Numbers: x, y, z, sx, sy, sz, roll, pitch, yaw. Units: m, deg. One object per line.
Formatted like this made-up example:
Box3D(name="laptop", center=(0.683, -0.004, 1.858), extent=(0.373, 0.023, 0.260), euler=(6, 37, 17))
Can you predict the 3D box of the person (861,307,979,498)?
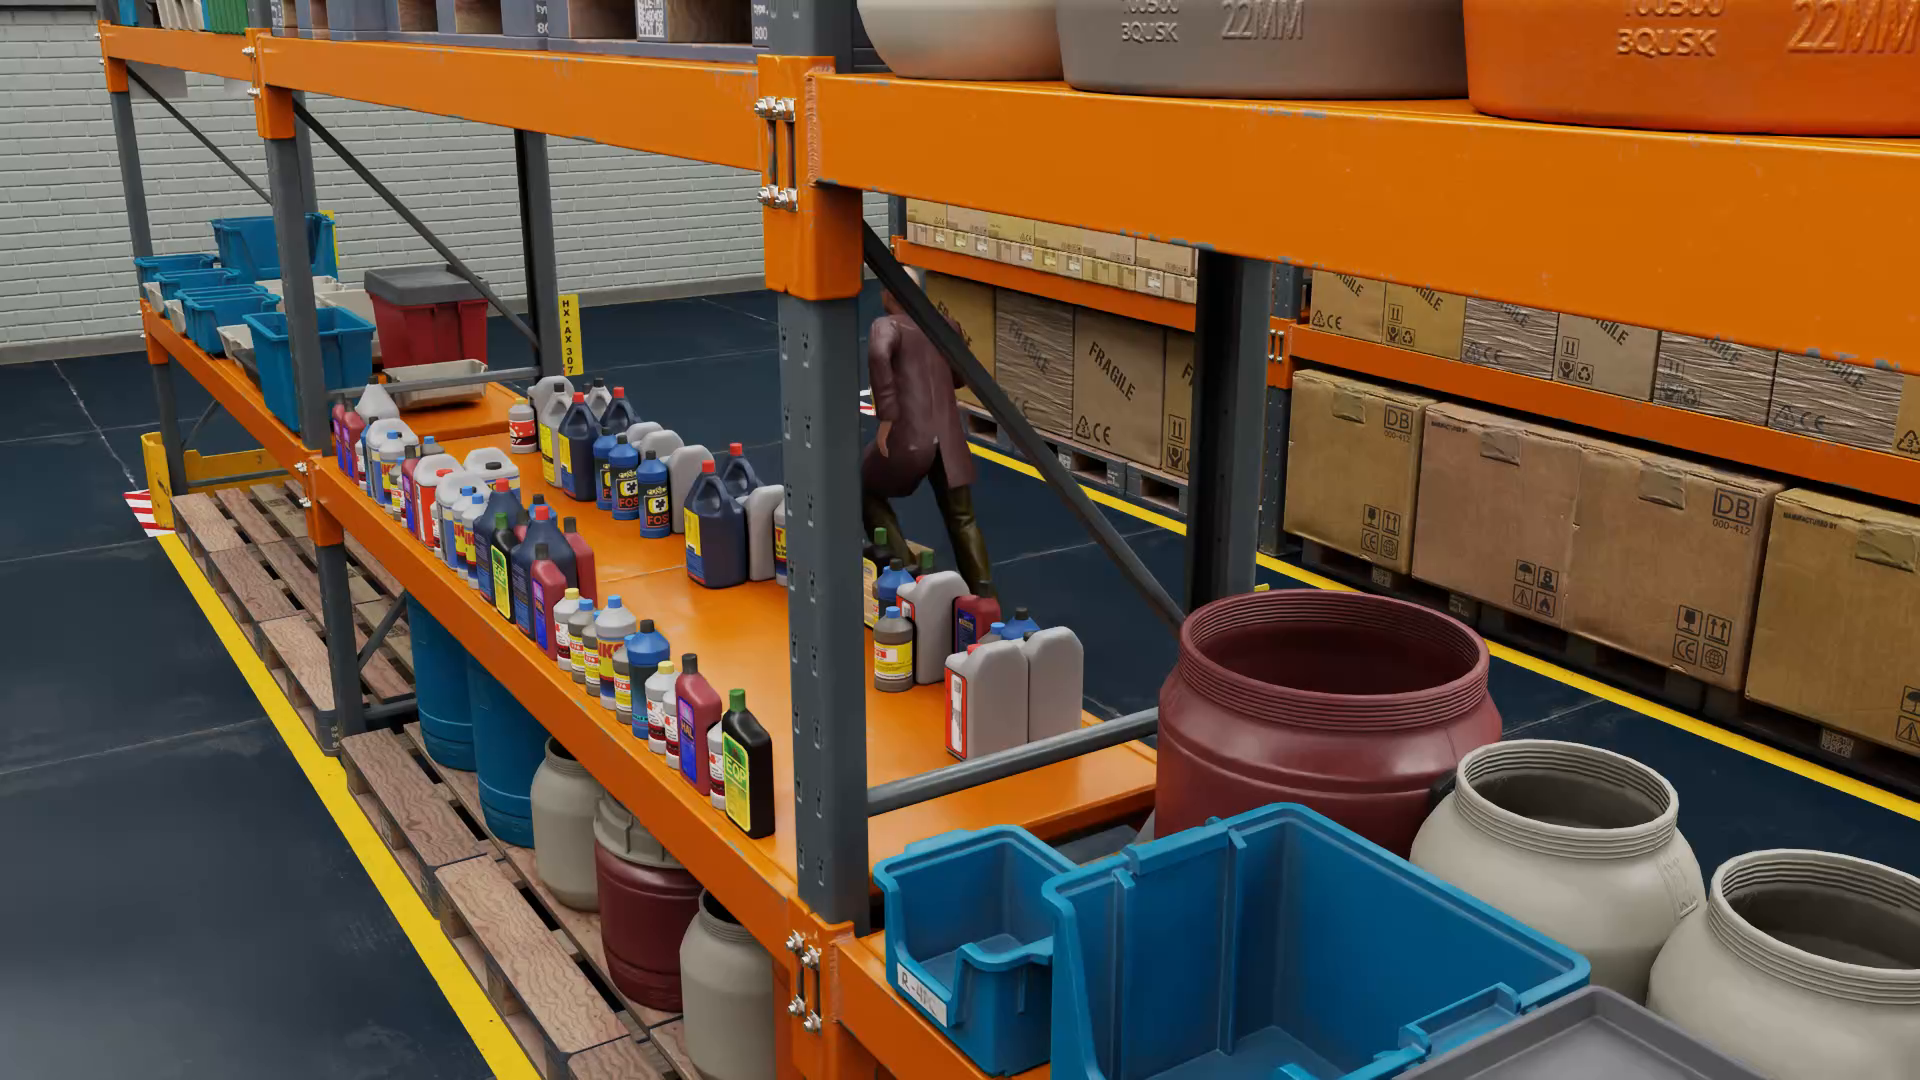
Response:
Box3D(name="person", center=(-0.223, -0.664, 8.091), extent=(0.700, 0.938, 0.650), euler=(-10, 20, -28))
